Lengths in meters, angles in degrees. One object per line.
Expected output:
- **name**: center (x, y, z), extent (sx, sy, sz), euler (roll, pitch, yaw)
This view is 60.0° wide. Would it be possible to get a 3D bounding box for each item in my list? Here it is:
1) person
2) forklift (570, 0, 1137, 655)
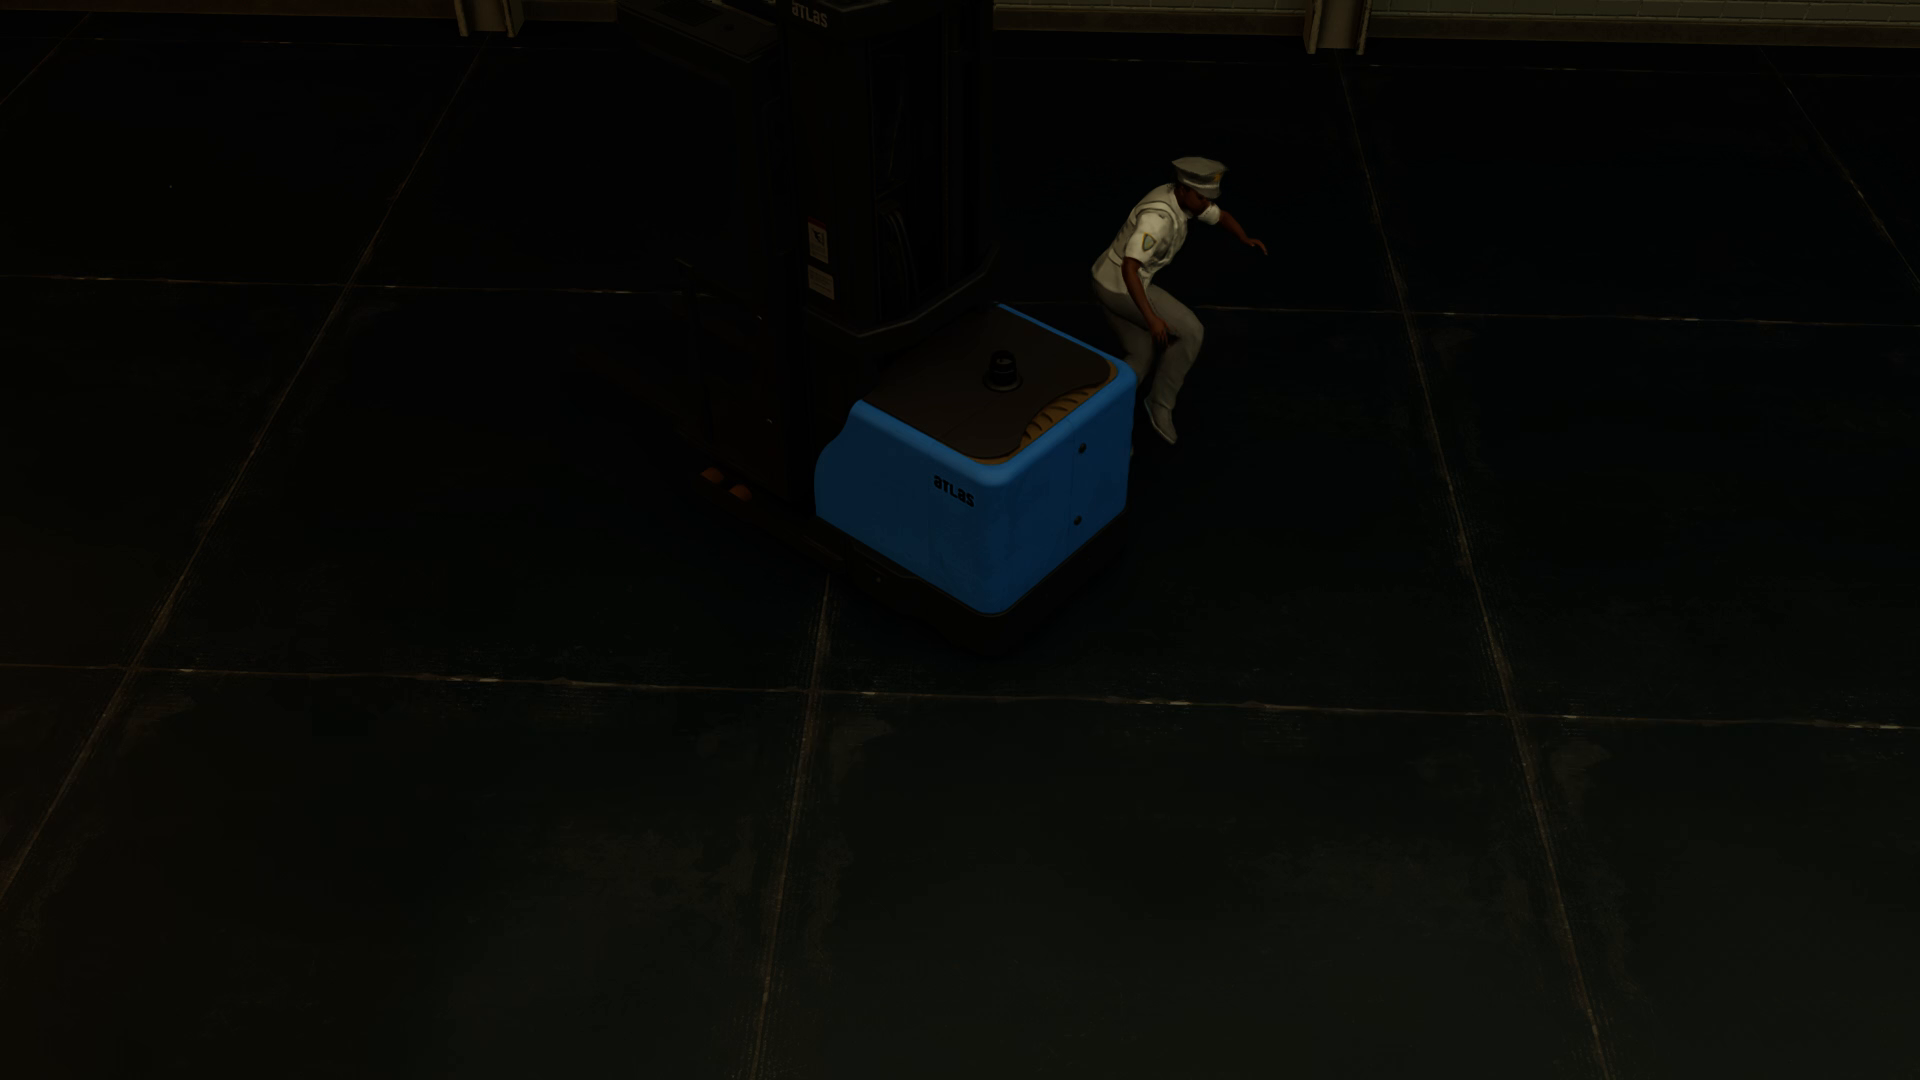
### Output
- **person**: center (1.035, -1.154, 8.135), extent (0.848, 1.432, 0.899), euler (8, 43, 9)
- **forklift**: center (-0.671, -1.426, 7.305), extent (3.031, 2.935, 1.130), euler (30, 50, 29)
